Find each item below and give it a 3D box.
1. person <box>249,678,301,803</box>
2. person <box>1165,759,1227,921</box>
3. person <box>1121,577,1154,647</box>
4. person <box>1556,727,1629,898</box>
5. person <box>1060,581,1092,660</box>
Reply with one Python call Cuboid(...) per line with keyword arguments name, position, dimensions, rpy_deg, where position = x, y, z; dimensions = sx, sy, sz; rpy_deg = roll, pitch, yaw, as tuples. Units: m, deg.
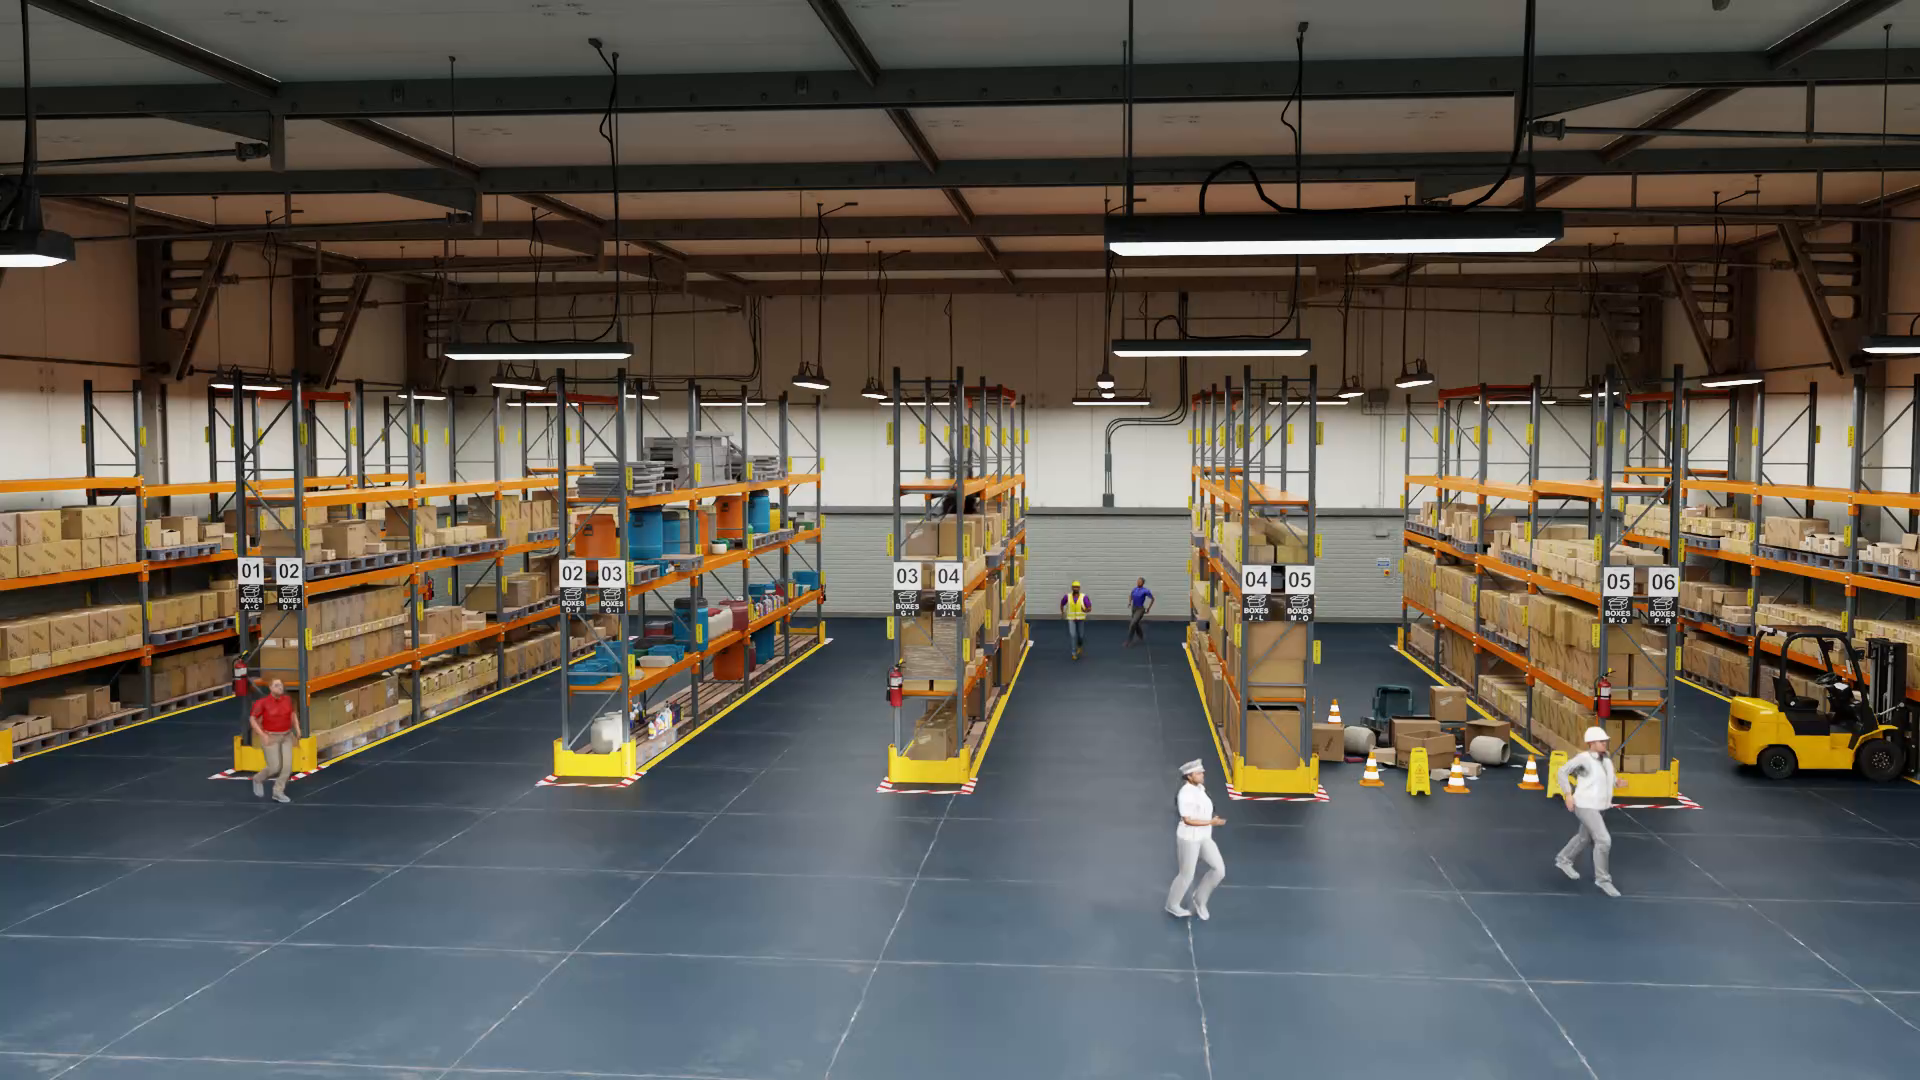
Cuboid(name="person", position=(-9.421, 2.743, 22.878), dimensions=(0.598, 1.704, 0.683), rpy_deg=(2, 4, 32))
Cuboid(name="person", position=(2.447, 3.093, 17.151), dimensions=(0.688, 1.706, 0.544), rpy_deg=(3, 5, 40))
Cuboid(name="person", position=(4.250, 1.720, 39.721), dimensions=(0.881, 1.641, 0.666), rpy_deg=(-3, 5, -40))
Cuboid(name="person", position=(6.966, 2.964, 18.373), dimensions=(0.627, 1.825, 0.869), rpy_deg=(-3, 5, -39))
Cuboid(name="person", position=(2.602, 1.800, 37.400), dimensions=(0.714, 1.745, 0.933), rpy_deg=(0, 4, 3))
